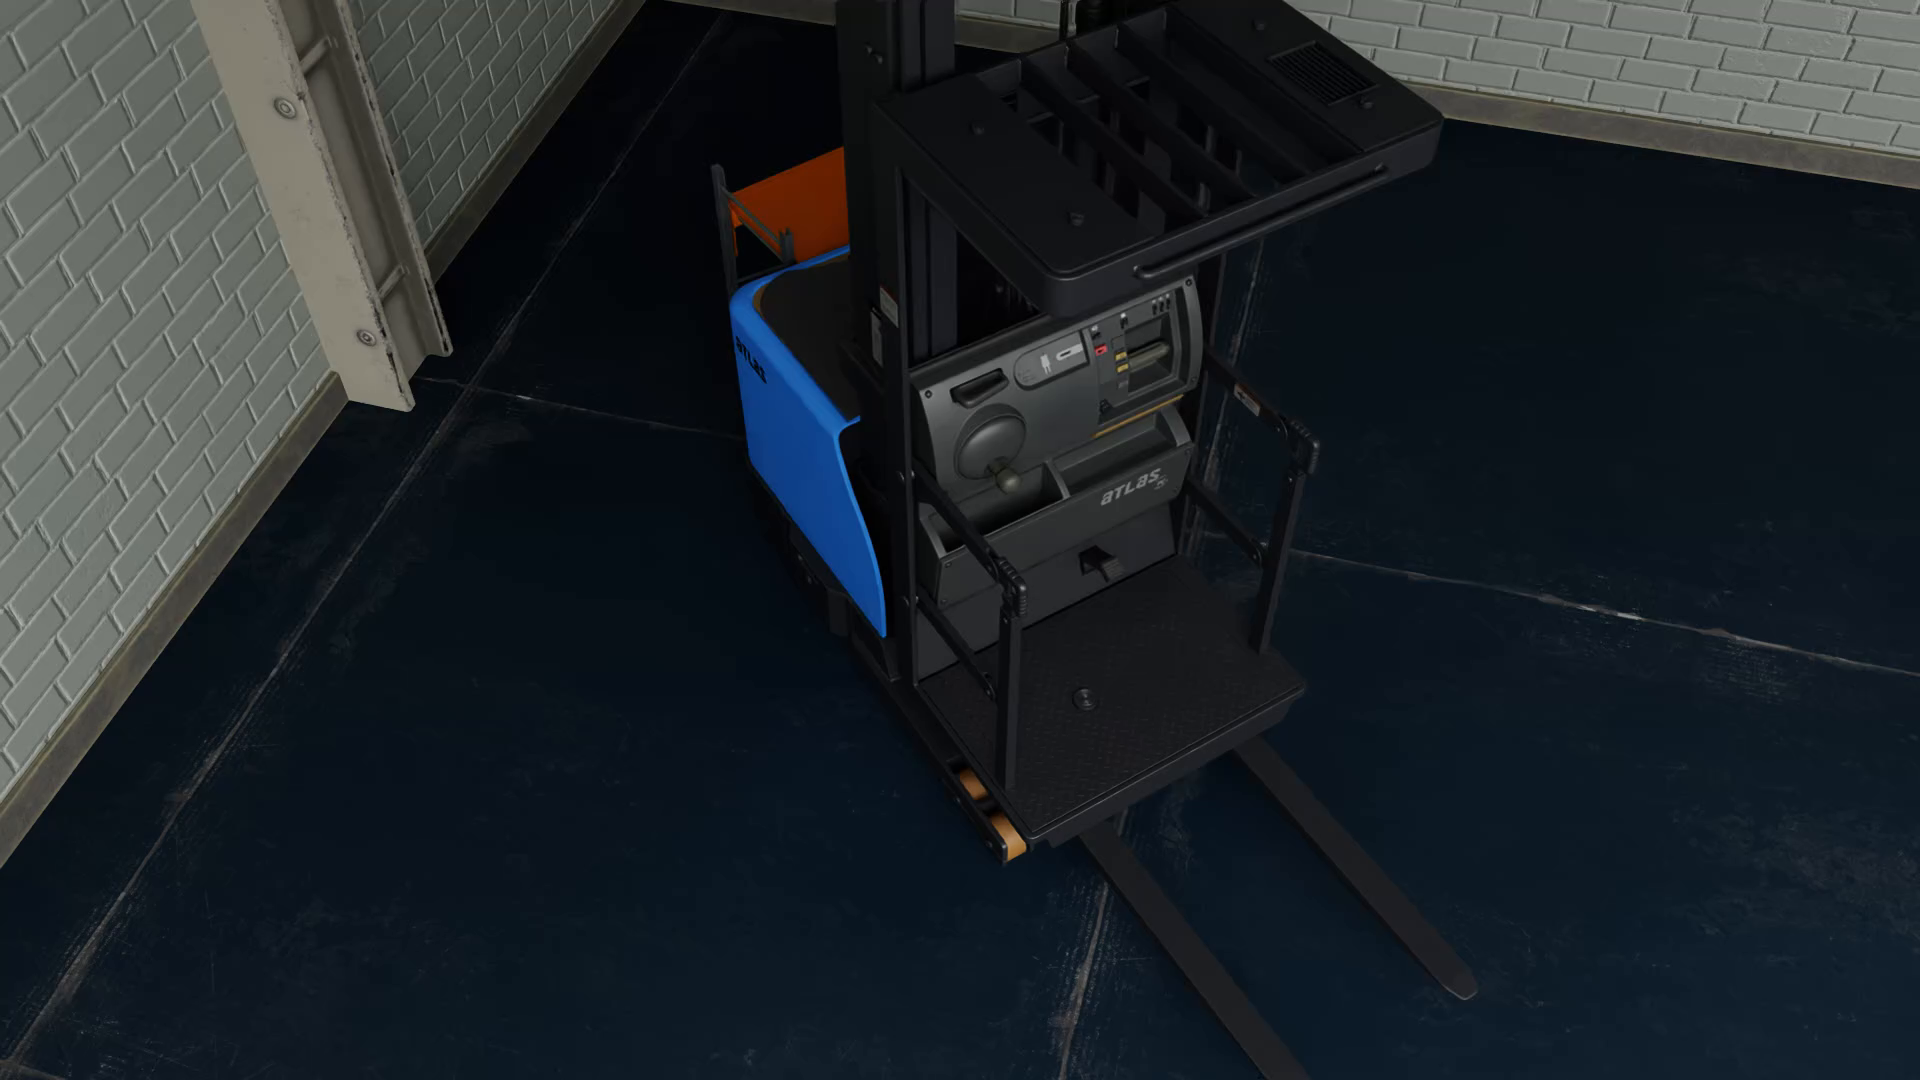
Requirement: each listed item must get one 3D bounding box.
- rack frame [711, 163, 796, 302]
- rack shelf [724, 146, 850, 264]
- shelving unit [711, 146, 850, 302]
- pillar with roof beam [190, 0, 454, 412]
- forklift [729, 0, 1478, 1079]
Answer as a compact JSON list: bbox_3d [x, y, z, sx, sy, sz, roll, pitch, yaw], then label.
[{"bbox_3d":[-0.730,-0.817,6.221,0.032,1.125,0.500,-29,55,-23],"label":"rack frame"},{"bbox_3d":[-0.321,-1.237,6.201,1.000,0.278,0.538,-29,55,-23],"label":"rack shelf"},{"bbox_3d":[-0.321,-1.043,6.420,1.048,1.125,0.538,-29,55,-23],"label":"shelving unit"},{"bbox_3d":[1.837,-2.818,2.735,9.100,9.000,0.400,12,50,10],"label":"pillar with roof beam"},{"bbox_3d":[0.415,-0.350,4.604,1.130,2.935,3.031,-25,53,-21],"label":"forklift"}]
